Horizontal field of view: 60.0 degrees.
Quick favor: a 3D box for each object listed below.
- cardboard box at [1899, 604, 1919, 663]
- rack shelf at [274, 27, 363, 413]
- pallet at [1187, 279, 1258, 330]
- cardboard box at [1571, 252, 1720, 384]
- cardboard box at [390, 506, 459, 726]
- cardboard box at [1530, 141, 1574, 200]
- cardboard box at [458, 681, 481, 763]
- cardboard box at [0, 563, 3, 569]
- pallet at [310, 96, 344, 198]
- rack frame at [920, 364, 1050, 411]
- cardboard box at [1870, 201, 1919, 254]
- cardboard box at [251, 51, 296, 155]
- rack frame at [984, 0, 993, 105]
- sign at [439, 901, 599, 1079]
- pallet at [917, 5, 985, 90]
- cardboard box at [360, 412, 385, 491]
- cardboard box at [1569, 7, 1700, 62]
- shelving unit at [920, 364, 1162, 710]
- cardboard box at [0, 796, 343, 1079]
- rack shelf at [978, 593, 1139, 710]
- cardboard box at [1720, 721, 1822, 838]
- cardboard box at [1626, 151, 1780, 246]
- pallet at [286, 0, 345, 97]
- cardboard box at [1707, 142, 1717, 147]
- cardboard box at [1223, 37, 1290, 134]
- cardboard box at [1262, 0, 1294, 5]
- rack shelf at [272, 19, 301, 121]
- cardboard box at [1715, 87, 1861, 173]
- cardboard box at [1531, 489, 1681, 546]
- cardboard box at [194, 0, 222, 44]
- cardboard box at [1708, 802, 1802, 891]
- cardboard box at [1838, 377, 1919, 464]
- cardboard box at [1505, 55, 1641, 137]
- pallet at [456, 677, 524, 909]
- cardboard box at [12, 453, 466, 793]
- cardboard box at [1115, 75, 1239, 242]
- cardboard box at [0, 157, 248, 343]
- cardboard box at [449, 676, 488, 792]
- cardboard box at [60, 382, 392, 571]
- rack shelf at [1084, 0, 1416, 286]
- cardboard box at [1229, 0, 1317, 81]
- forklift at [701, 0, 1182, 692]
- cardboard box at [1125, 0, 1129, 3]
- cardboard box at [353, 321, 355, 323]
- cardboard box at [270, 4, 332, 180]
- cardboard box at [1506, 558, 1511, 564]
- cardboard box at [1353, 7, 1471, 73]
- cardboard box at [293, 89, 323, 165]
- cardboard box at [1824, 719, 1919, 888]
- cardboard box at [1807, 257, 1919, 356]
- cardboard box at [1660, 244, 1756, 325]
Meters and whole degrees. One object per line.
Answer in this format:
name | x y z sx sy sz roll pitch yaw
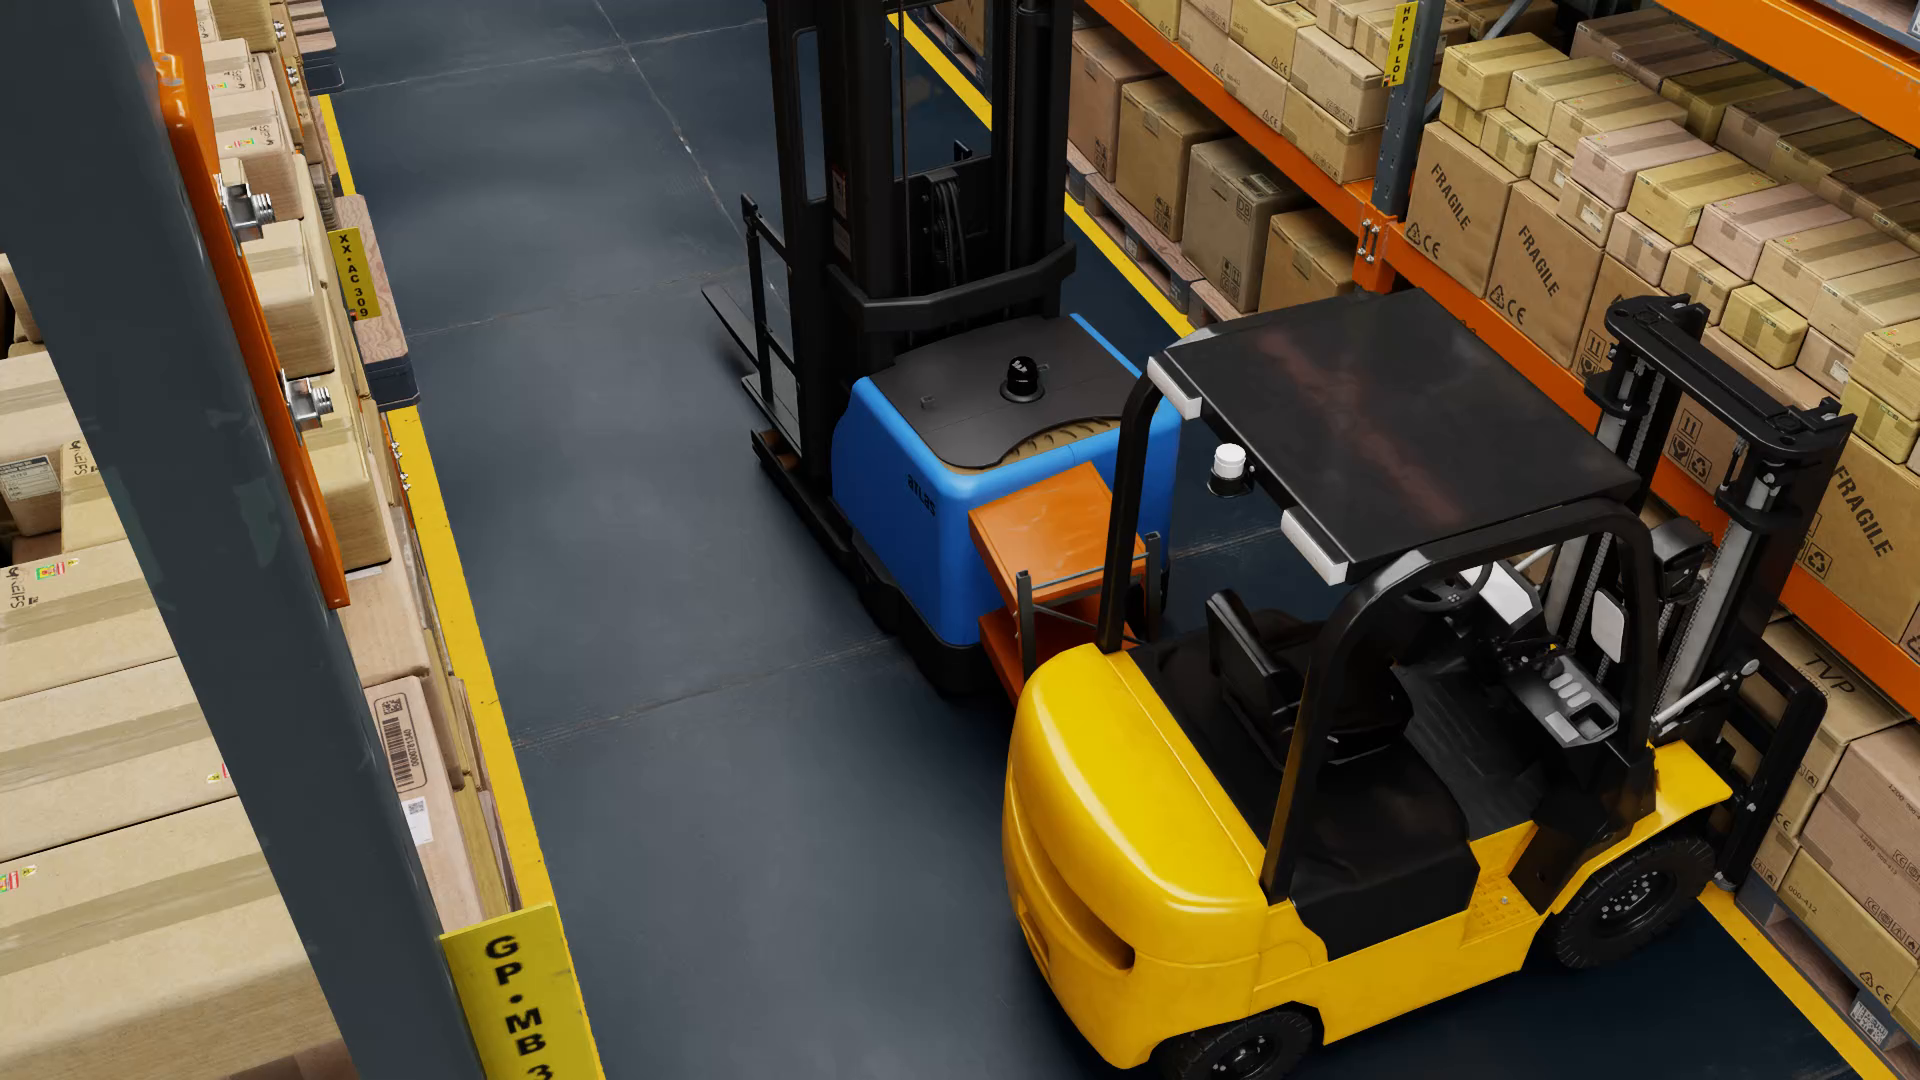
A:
cardboard box | 3.079 0.216 4.621 0.500 0.500 0.500 -14 43 -16
rack shelf | -1.650 -0.029 3.234 1.077 0.370 4.000 -15 43 -17
pallet | 1.851 -0.987 8.235 1.003 0.211 1.213 -15 43 -17
cardboard box | 2.507 -0.701 5.688 0.500 0.500 0.500 -16 43 -17
cardboard box | -1.610 0.305 4.289 0.500 0.500 0.500 -14 43 -16
cardboard box | 2.274 -1.330 5.922 0.380 0.149 0.250 -15 43 -17
cardboard box | -1.941 0.803 5.802 0.500 0.250 0.500 -13 42 -15
cardboard box | -1.509 0.299 2.188 0.500 0.250 0.500 -16 43 -17
pallet | -4.178 -2.215 9.664 1.003 0.211 1.213 -15 43 -17
rack frame | 0.138 -0.169 6.548 0.500 1.125 0.032 -16 43 -11
cardboard box | 3.099 -0.950 5.251 0.380 0.149 0.250 -14 43 -16
cardboard box | -1.622 -0.749 3.406 0.500 0.250 0.500 -16 43 -18
rack frame | 0.639 -4.019 9.623 1.000 3.000 0.127 -15 43 -17
sign | -0.384 0.436 1.471 0.100 0.325 0.005 -15 43 -17
pallet | 0.388 -3.421 11.067 1.003 0.211 1.213 -15 43 -17
cardboard box | -1.210 -0.060 2.911 0.380 0.149 0.250 -15 43 -16
cardboard box | 2.570 -1.889 6.344 0.380 0.149 0.250 -15 43 -17
shelving unit | 0.302 0.146 6.184 0.538 1.125 1.048 -16 43 -11
cardboard box | -0.833 0.431 1.729 0.380 0.149 0.250 -15 43 -17
rack shelf | 0.321 0.326 6.349 0.538 0.278 1.000 -16 43 -11
cardboard box | 2.826 0.668 5.576 0.500 0.250 0.500 -16 43 -18
cardboard box | 2.434 -1.124 5.454 0.380 0.149 0.250 -16 43 -18
pallet | -3.575 -2.303 7.775 1.213 0.211 1.003 -15 43 -17
cardboard box | 2.751 -1.460 6.074 0.380 0.149 0.250 -14 43 -16
cardboard box | 1.537 -2.093 7.498 0.500 0.250 0.500 -15 43 -17
cardboard box | 1.450 -2.481 7.260 0.380 0.149 0.250 -16 43 -18
rack shelf | -3.181 -2.439 6.036 1.077 0.370 4.000 -15 43 -17
cardboard box | 2.895 -1.437 5.818 0.380 0.149 0.250 -16 43 -18
cardboard box | 2.452 -0.128 6.119 0.500 0.250 0.500 -14 43 -15
cardboard box | -1.680 -0.953 3.339 0.380 0.149 0.250 -16 43 -18
cardboard box | 2.863 0.873 5.721 0.500 0.250 0.500 -15 43 -16
cardboard box | 2.795 -0.390 4.828 0.380 0.149 0.250 -15 43 -17
cardboard box | 2.217 -1.610 6.019 0.380 0.149 0.250 -14 43 -16
pallet | -2.126 1.084 5.828 1.003 0.211 1.213 -15 43 -17
cardboard box | -1.015 0.172 2.336 0.500 0.250 0.500 -16 43 -17
cardboard box | 1.380 -2.102 8.893 0.875 0.625 0.625 -17 43 -19
cardboard box | -1.386 -0.494 2.804 0.380 0.149 0.250 -14 43 -16
cardboard box | -1.745 0.825 5.201 0.500 0.500 0.500 -14 43 -16
cardboard box | -1.010 -0.053 2.291 0.380 0.149 0.250 -15 43 -17
rack shelf | 1.404 -2.542 8.457 1.077 0.370 4.000 -15 43 -17
cardboard box | 1.541 -2.283 7.335 0.500 0.250 0.500 -16 43 -18
forklift | -0.298 -1.472 6.714 1.130 2.935 3.031 -19 44 -21
cardboard box | 0.974 -3.021 8.578 0.500 0.250 0.500 -16 43 -18
cardboard box | -2.335 -0.845 5.803 0.380 0.149 0.250 -14 43 -16
cardboard box | -2.699 -1.636 6.225 0.500 0.500 0.500 -15 43 -17
cardboard box | 2.257 -0.050 6.795 0.500 0.250 0.500 -16 43 -18
cardboard box | 1.833 -2.044 6.752 0.380 0.149 0.250 -14 43 -15
cardboard box | -2.269 -1.297 5.333 0.380 0.149 0.250 -15 43 -17
cardboard box | 3.034 0.798 5.041 0.500 0.250 0.500 -14 43 -16
cardboard box | 2.775 -0.683 4.941 0.380 0.149 0.250 -15 43 -16
cardboard box | 2.511 -0.858 5.373 0.380 0.149 0.250 -16 43 -18
